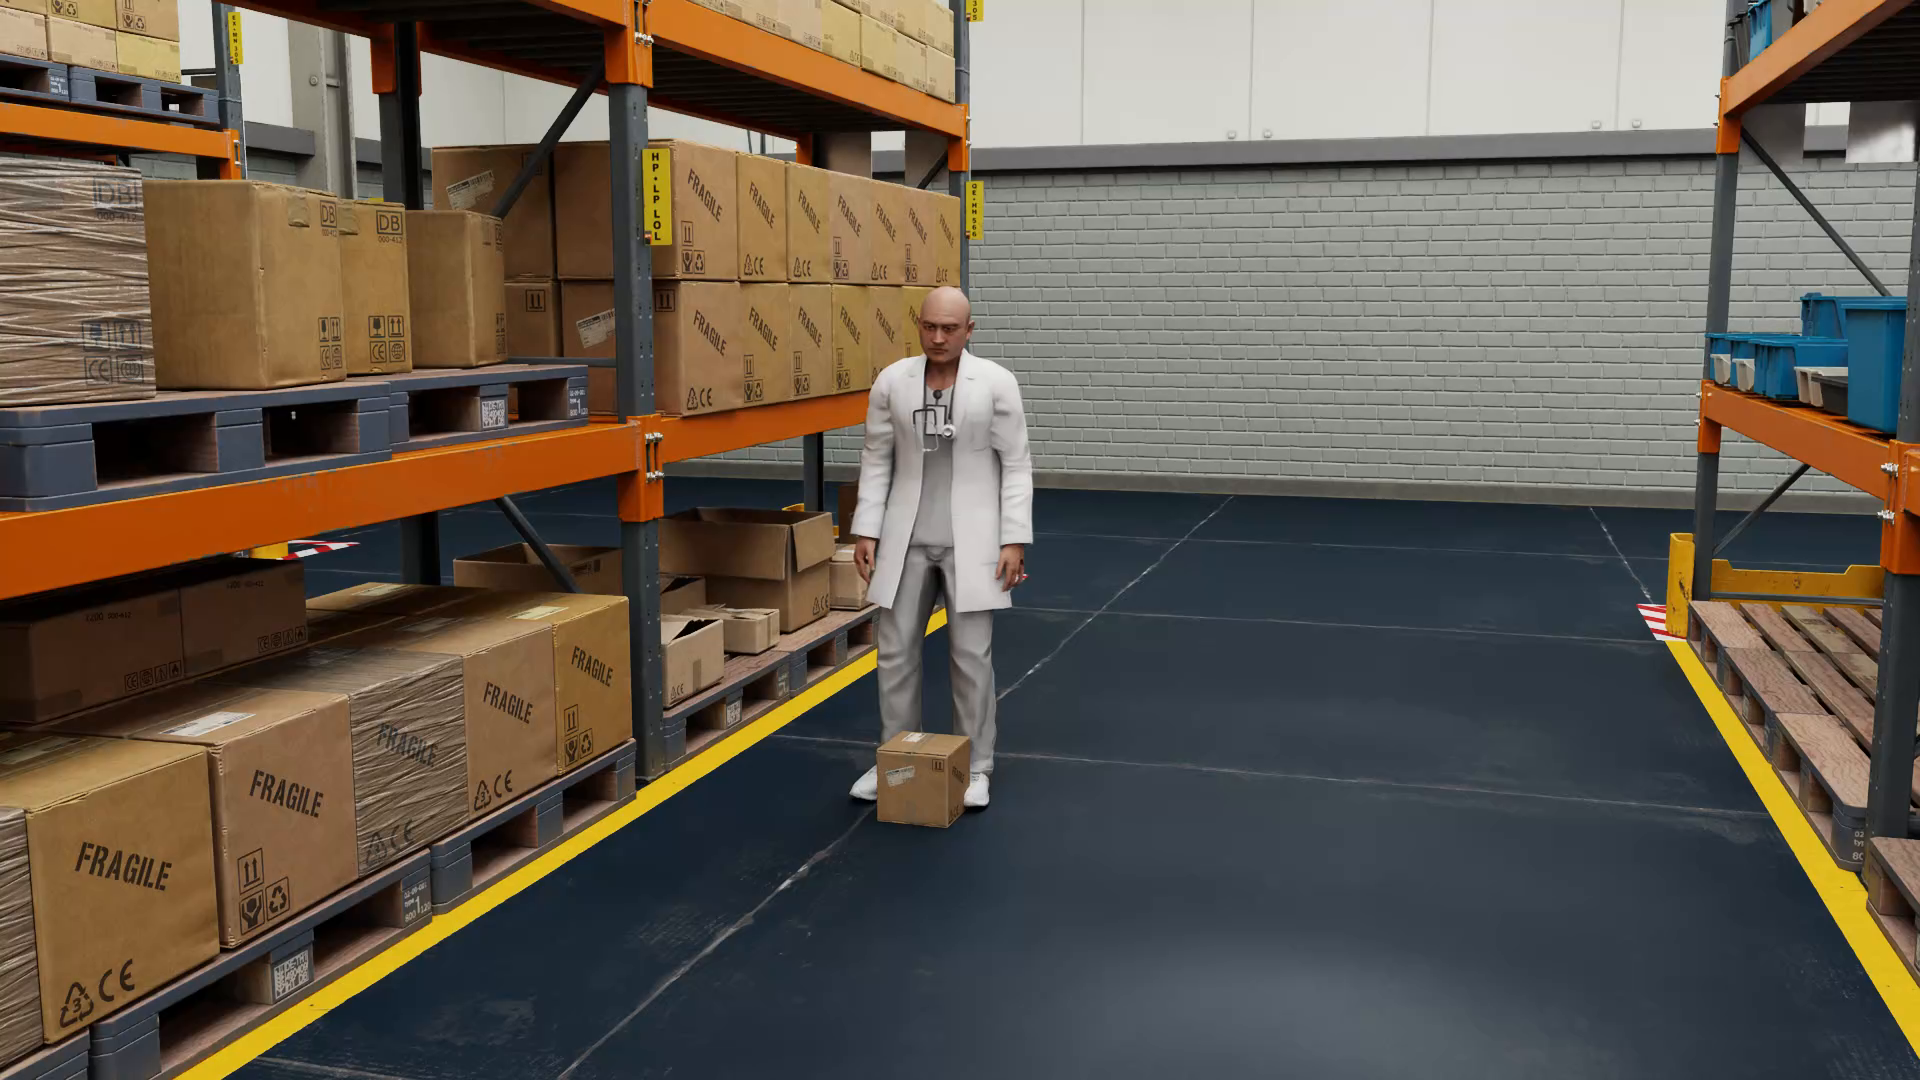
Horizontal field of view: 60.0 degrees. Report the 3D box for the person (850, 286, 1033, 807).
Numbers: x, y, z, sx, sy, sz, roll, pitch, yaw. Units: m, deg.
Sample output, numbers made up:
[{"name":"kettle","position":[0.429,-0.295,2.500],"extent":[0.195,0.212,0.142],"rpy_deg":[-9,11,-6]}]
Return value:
[{"name":"person","position":[-0.066,0.019,5.753],"extent":[0.647,1.772,0.428],"rpy_deg":[2,8,13]}]
